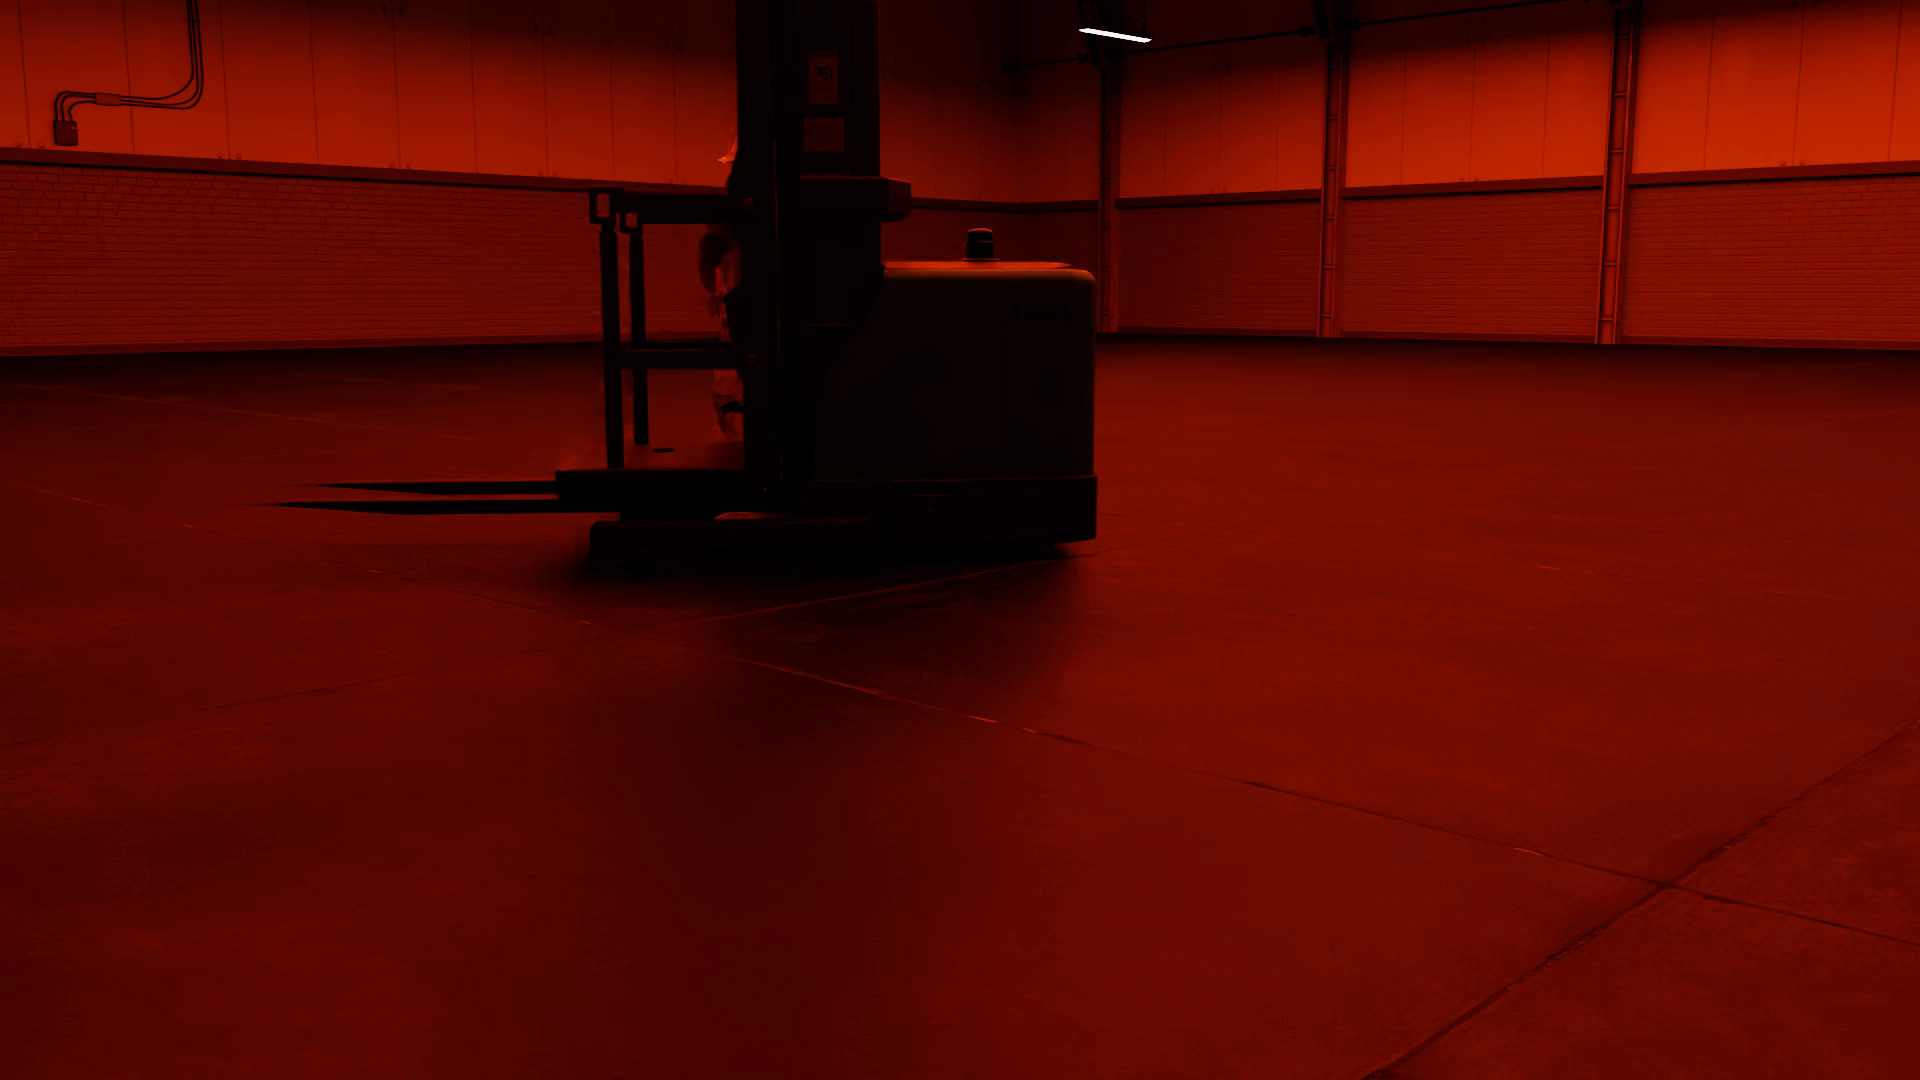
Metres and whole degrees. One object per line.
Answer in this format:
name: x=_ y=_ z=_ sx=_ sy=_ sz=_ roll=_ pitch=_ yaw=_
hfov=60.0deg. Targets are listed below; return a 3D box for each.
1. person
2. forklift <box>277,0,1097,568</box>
person: x=-0.845 y=-0.973 z=7.557 sx=0.699 sy=1.706 sz=0.833 roll=-7 pitch=11 yaw=-40
forklift: x=-1.031 y=-1.432 z=6.381 sx=3.031 sy=2.935 sz=1.130 roll=-1 pitch=9 yaw=-5
